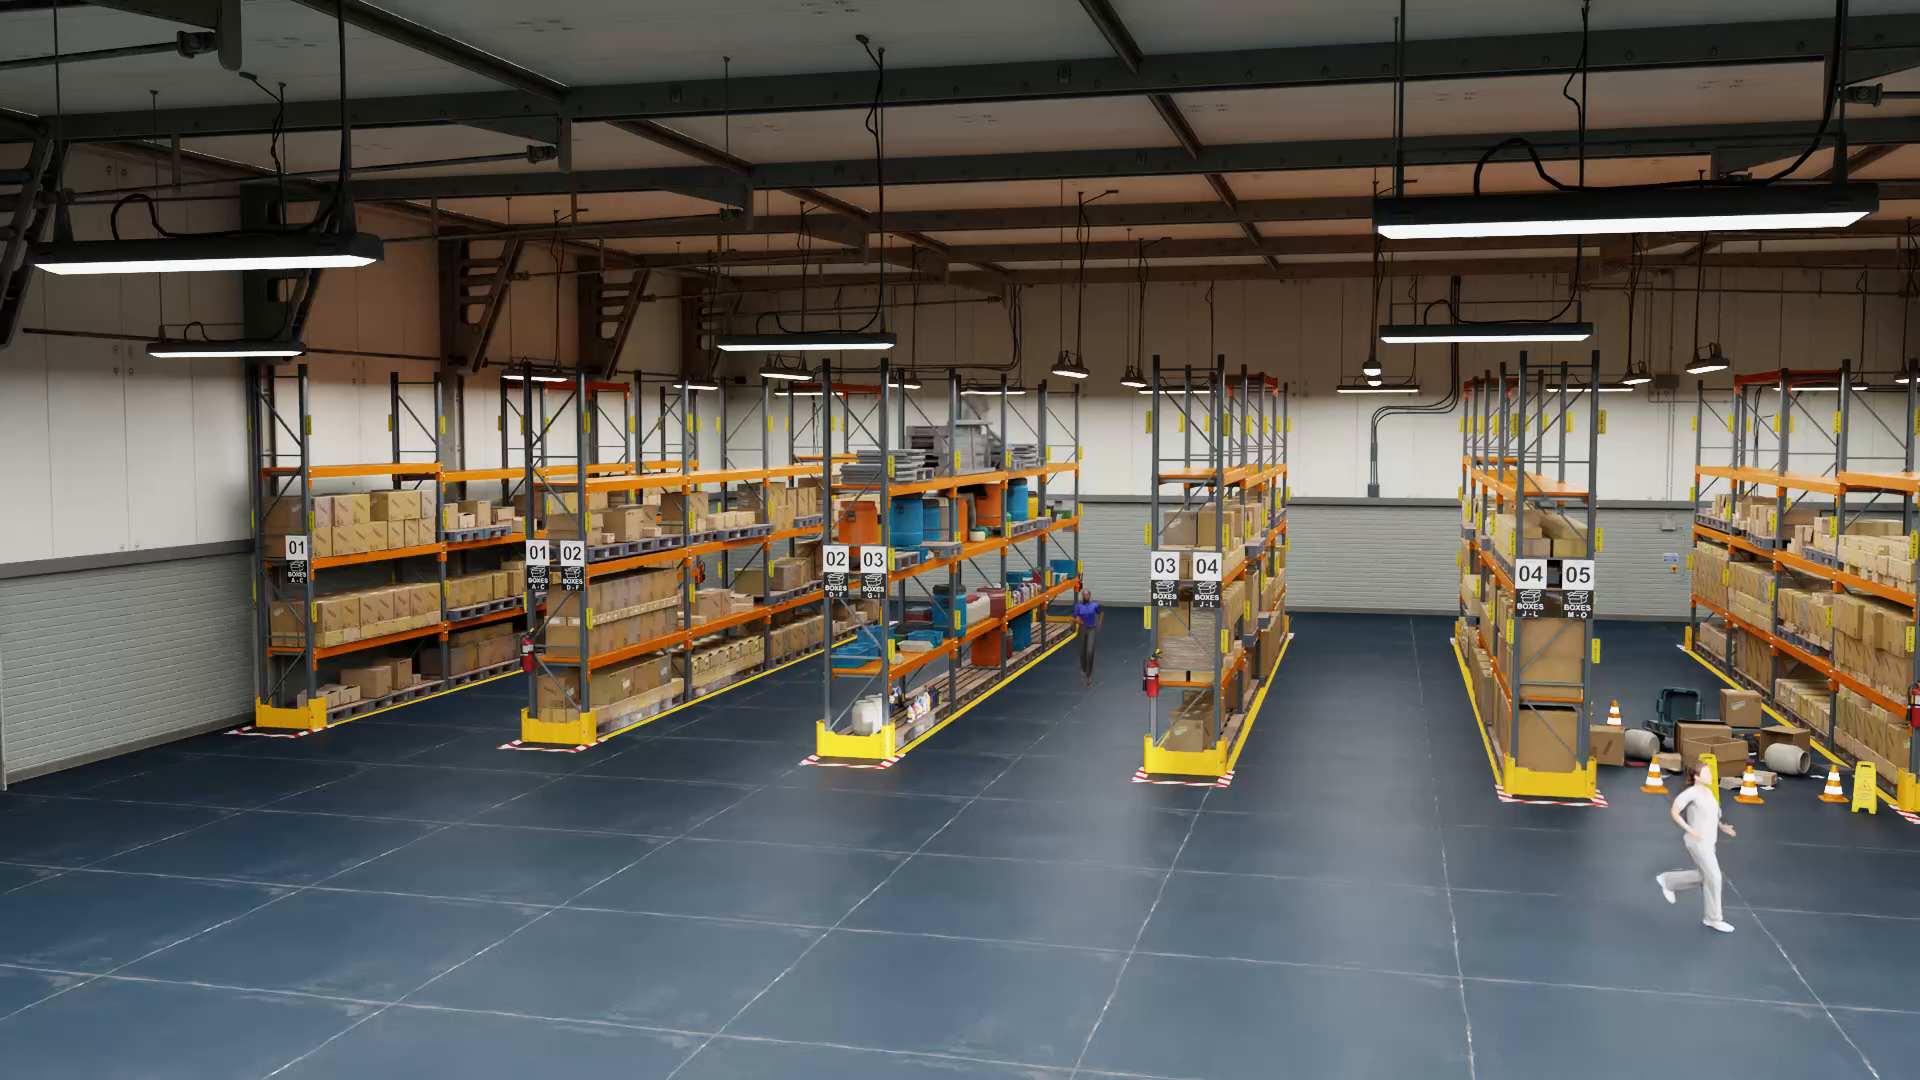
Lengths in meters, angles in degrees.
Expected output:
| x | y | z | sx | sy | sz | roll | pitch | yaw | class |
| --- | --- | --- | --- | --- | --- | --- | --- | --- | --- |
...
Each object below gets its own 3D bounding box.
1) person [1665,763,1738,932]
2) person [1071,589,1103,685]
| x | y | z | sx | sy | sz | roll | pitch | yaw | class |
| --- | --- | --- | --- | --- | --- | --- | --- | --- | --- |
| 7.408 | 3.046 | 16.668 | 0.565 | 1.648 | 0.737 | -3 | 5 | -40 | person |
| 2.349 | 1.778 | 30.878 | 0.578 | 1.749 | 0.724 | 1 | 4 | 9 | person |
